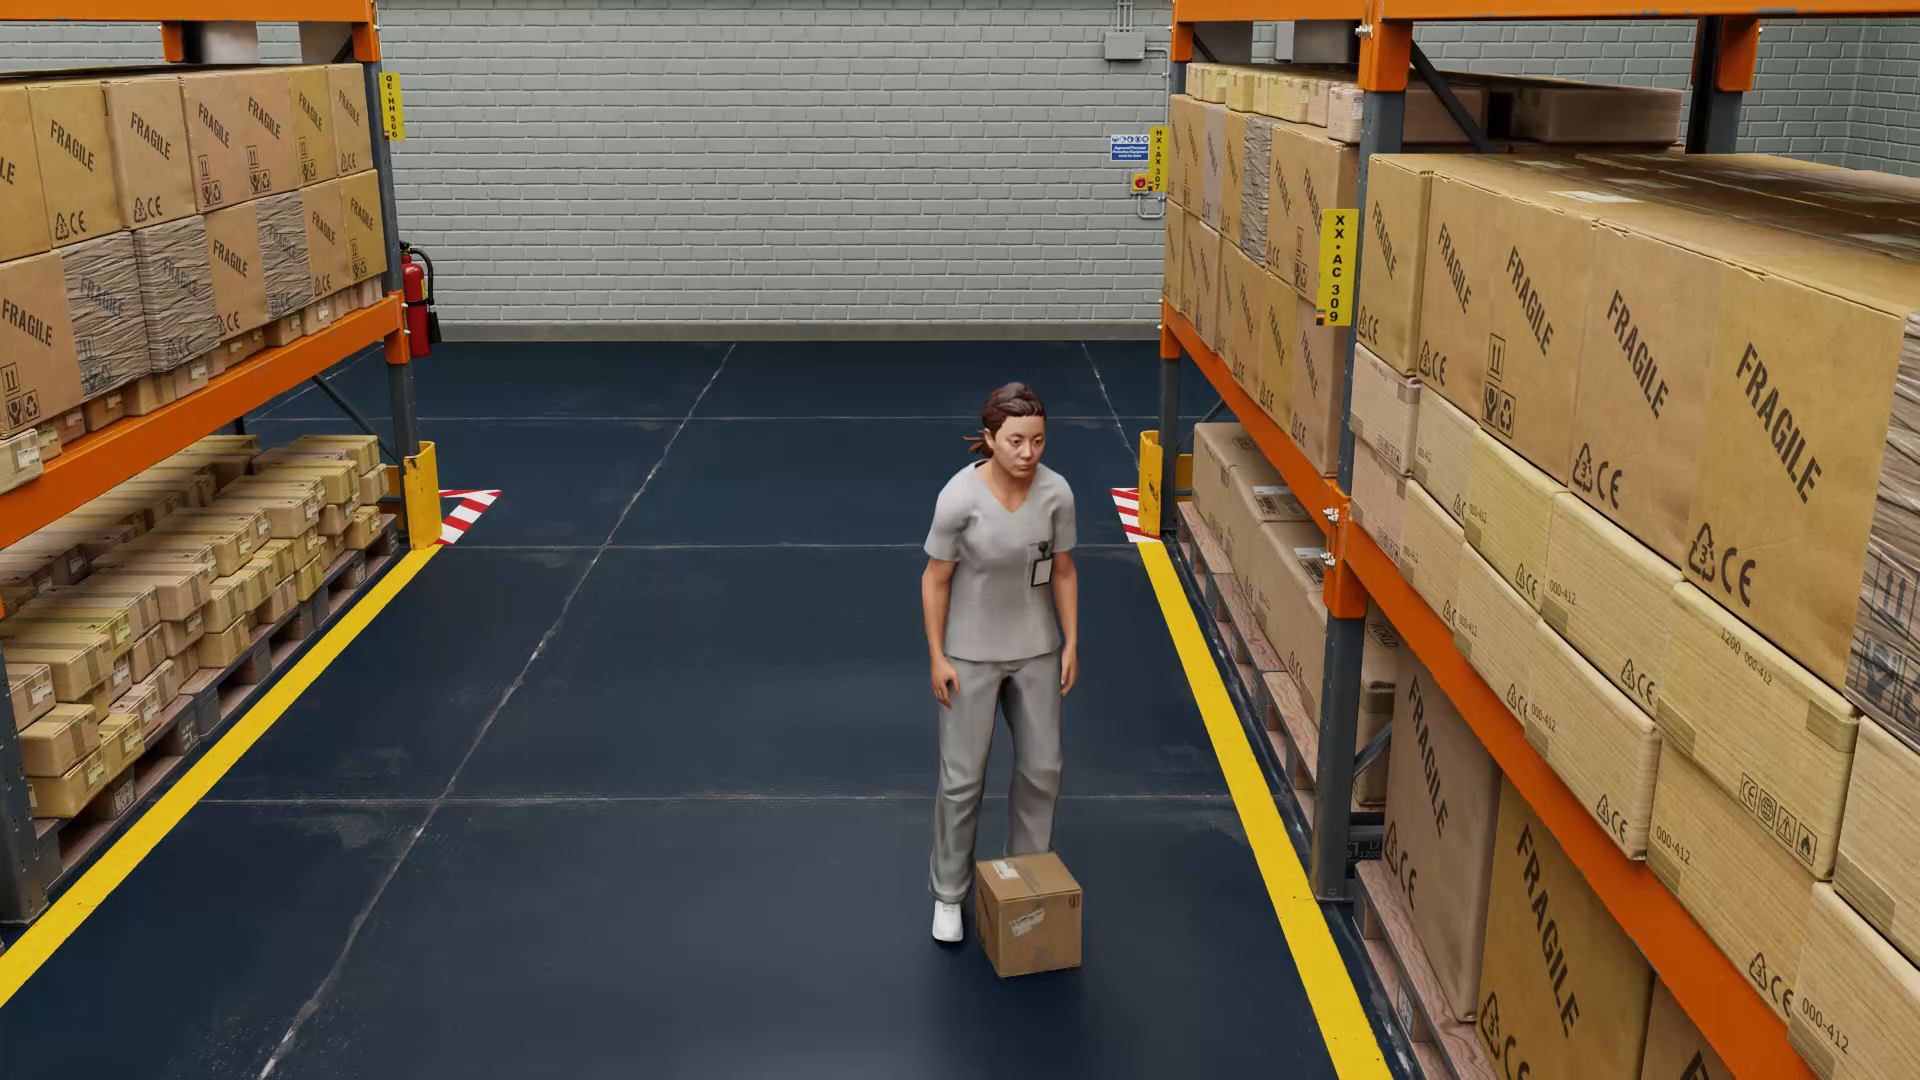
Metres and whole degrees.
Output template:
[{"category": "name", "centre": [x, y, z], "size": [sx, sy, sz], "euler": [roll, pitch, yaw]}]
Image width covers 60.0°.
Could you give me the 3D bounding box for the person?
[{"category": "person", "centre": [0.125, 0.351, 4.912], "size": [0.488, 1.673, 0.359], "euler": [-5, 18, -15]}]
